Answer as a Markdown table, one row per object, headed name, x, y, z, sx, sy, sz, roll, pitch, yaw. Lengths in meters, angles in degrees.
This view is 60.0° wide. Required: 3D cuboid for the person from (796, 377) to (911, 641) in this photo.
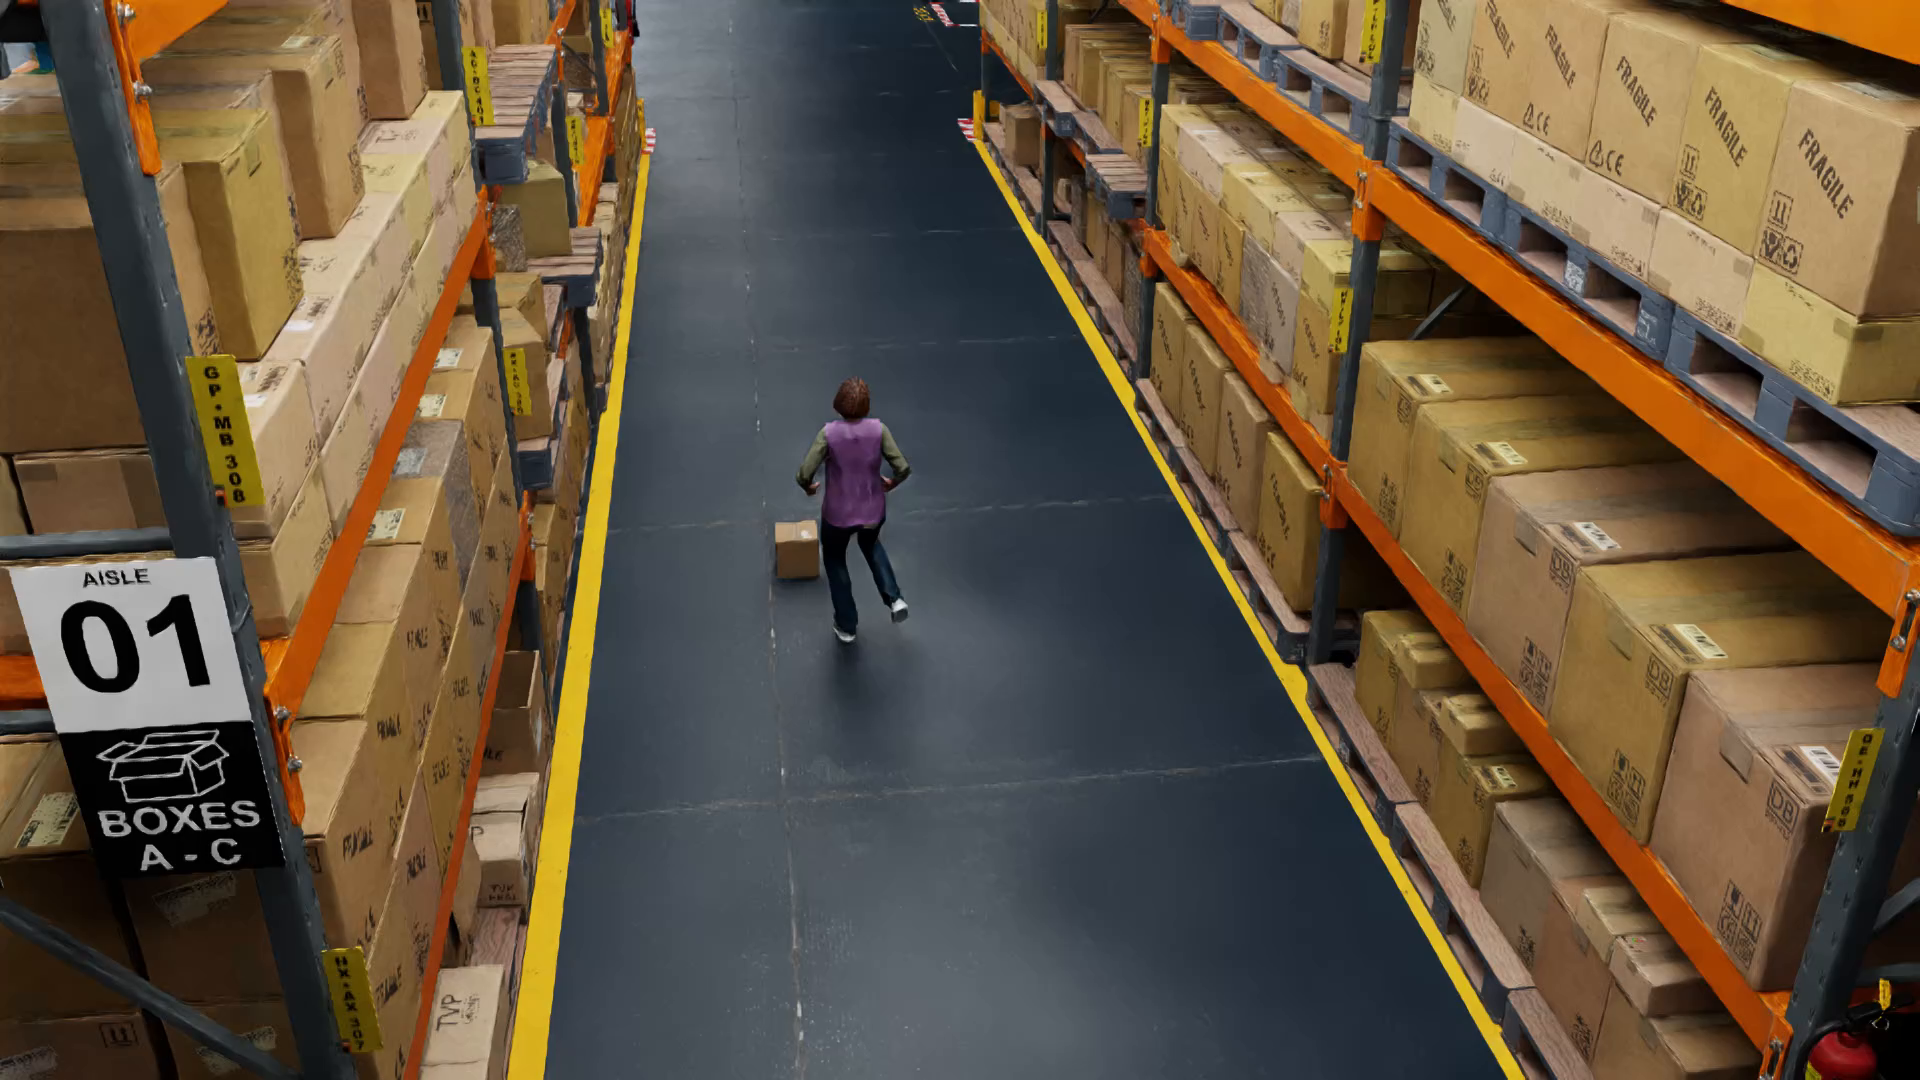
| name | x | y | z | sx | sy | sz | roll | pitch | yaw |
| --- | --- | --- | --- | --- | --- | --- | --- | --- | --- |
| person | -0.597 | -0.161 | 8.976 | 0.602 | 1.564 | 0.442 | -10 | 29 | -18 |
